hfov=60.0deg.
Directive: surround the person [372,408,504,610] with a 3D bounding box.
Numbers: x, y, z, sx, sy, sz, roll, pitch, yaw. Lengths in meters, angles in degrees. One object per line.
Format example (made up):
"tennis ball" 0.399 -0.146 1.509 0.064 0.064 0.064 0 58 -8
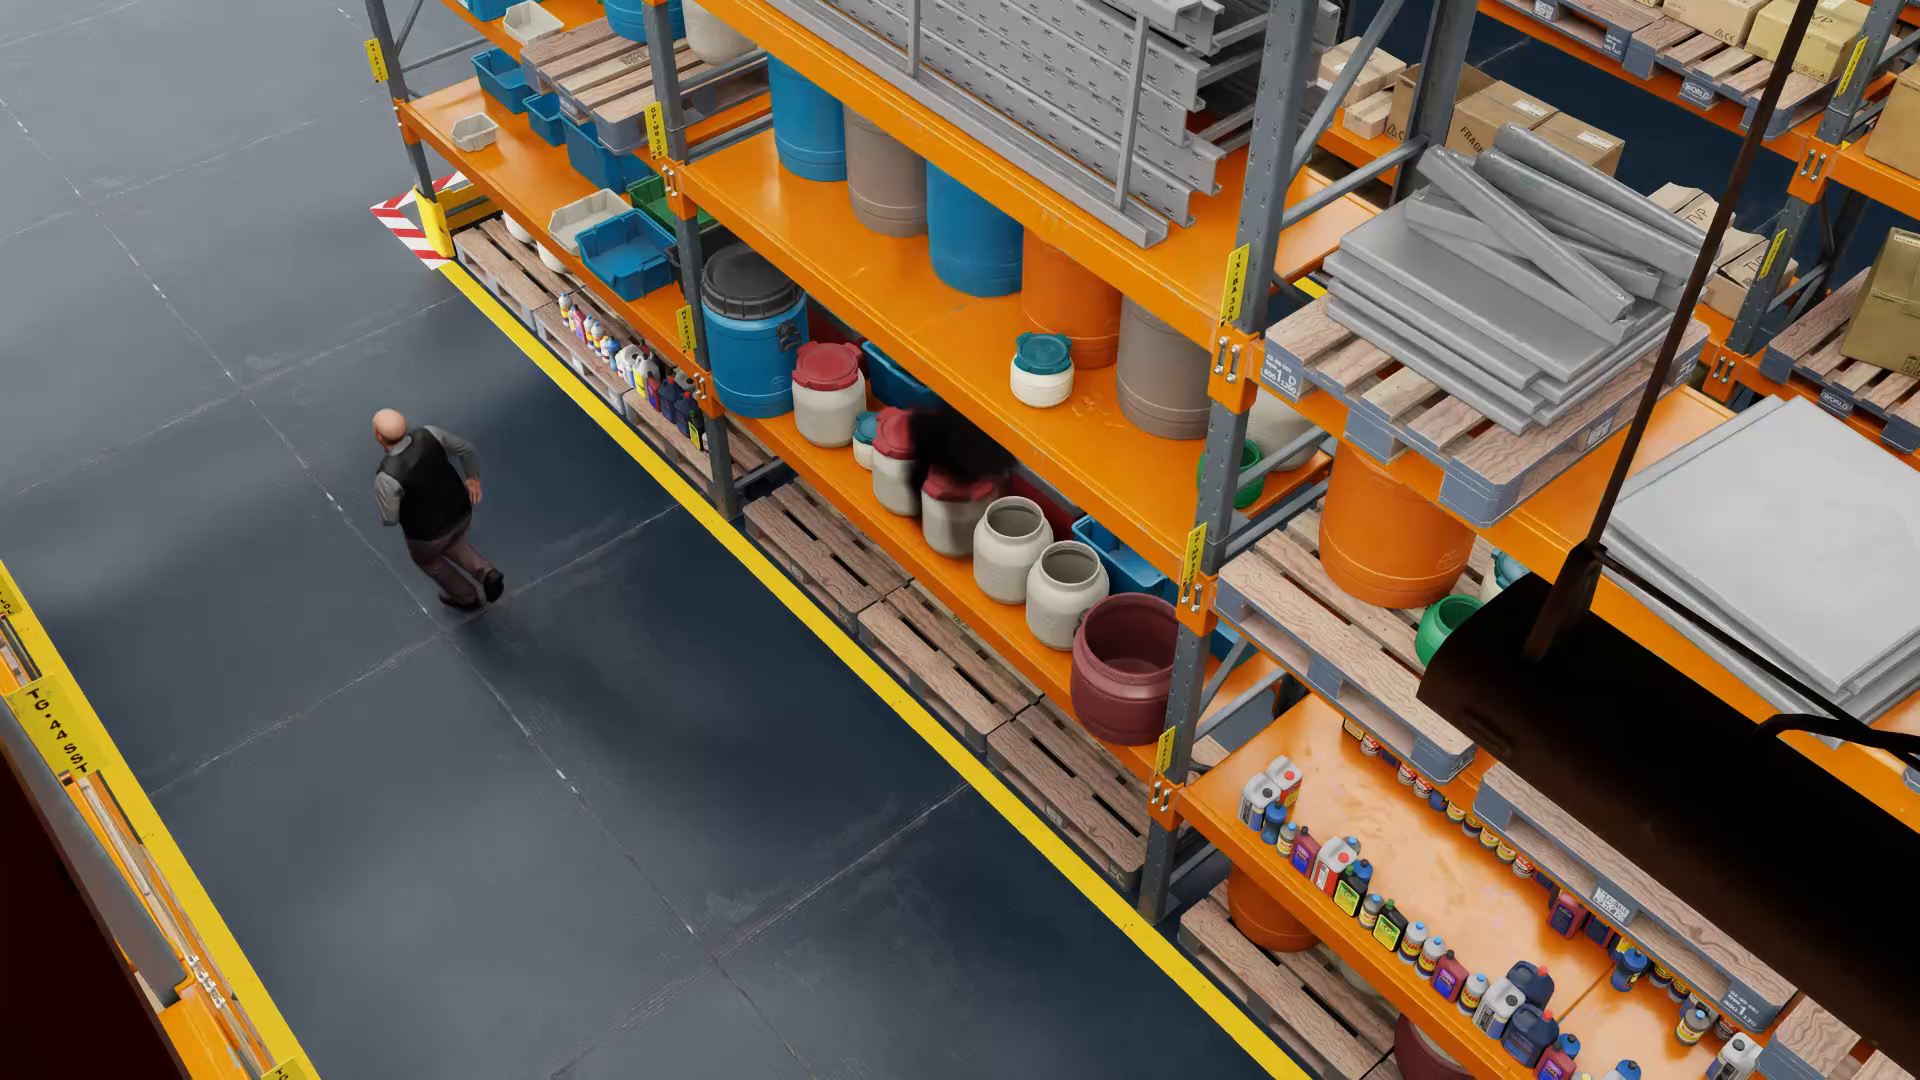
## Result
"person" -3.127 -0.121 9.973 0.694 1.681 0.690 25 51 22
